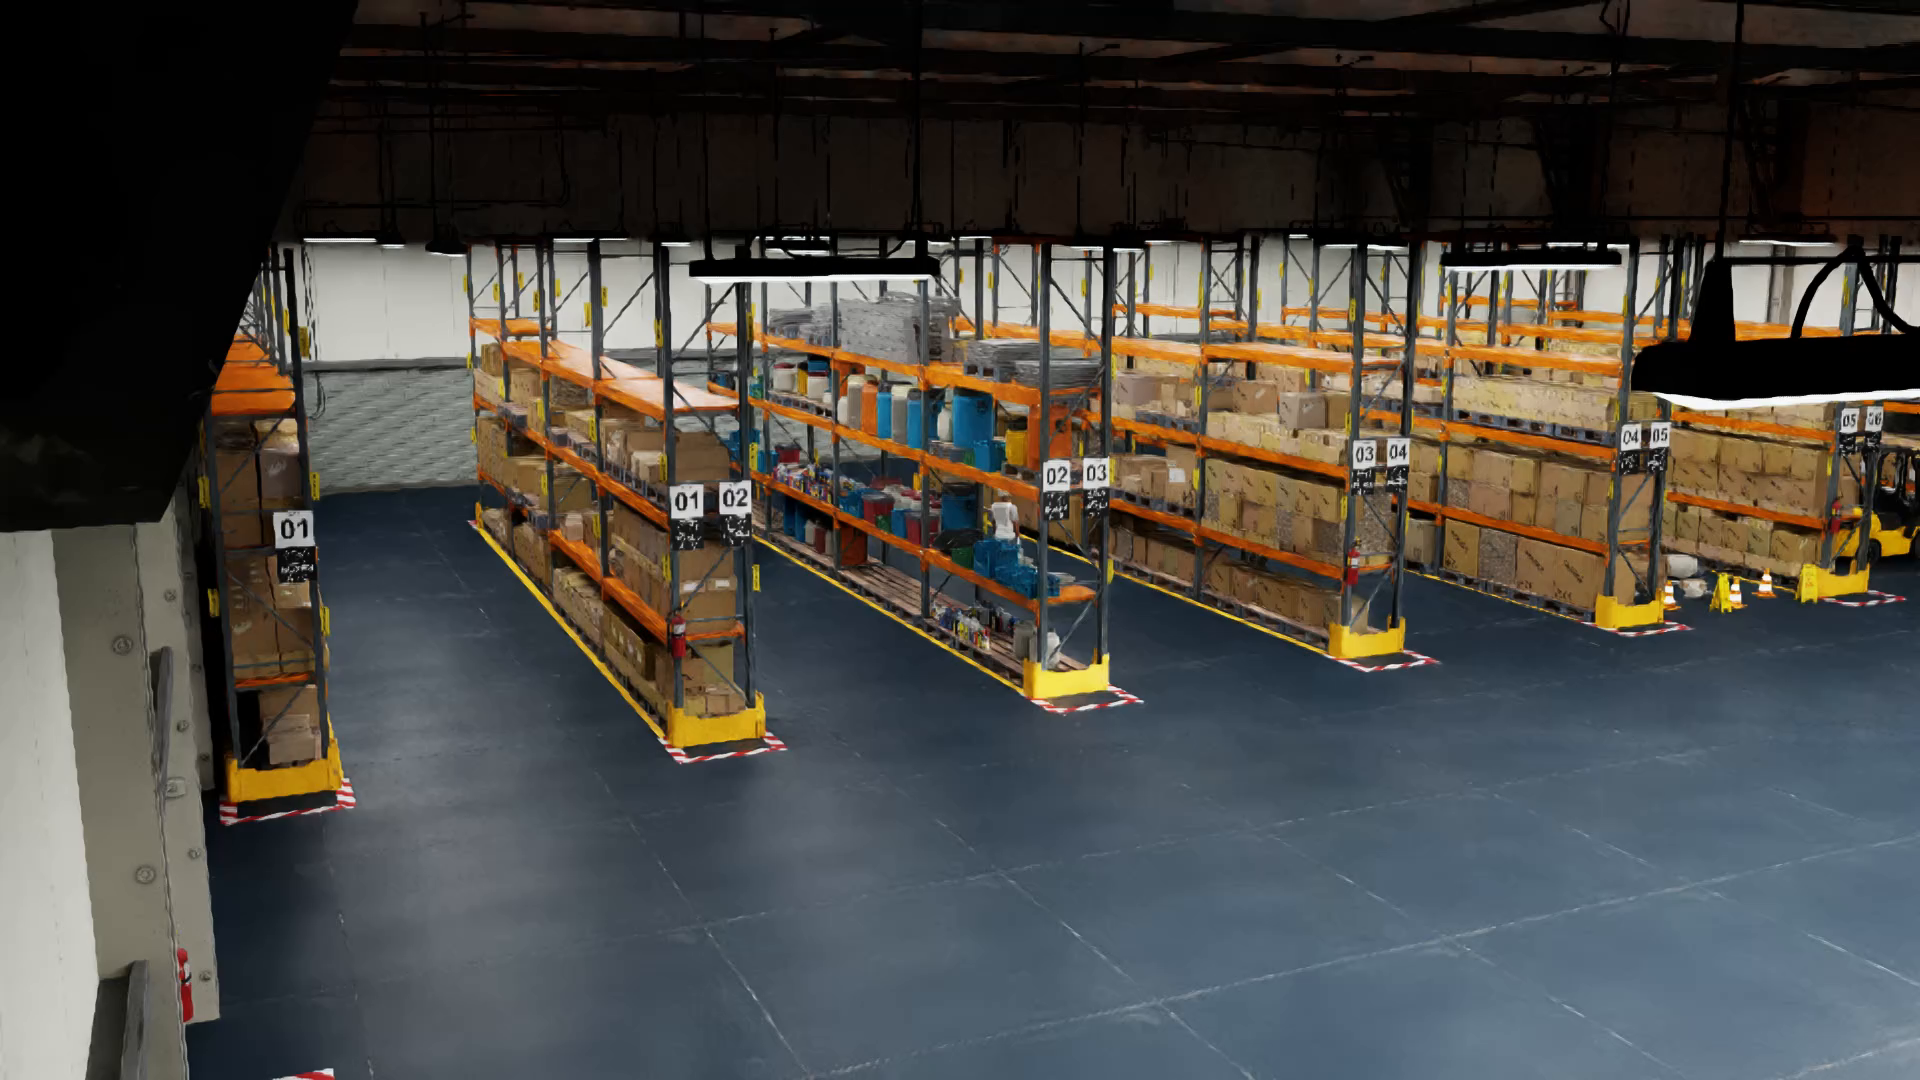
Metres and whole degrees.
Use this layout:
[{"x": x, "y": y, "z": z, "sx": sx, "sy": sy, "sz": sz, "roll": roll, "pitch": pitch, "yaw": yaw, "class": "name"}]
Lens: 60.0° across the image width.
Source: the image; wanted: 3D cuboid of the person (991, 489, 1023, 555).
[{"x": 0.795, "y": -0.049, "z": 28.693, "sx": 0.600, "sy": 1.781, "sz": 0.444, "roll": 9, "pitch": 14, "yaw": 39, "class": "person"}]

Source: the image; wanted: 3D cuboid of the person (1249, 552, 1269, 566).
[{"x": 5.325, "y": -0.082, "z": 29.418, "sx": 0.592, "sy": 1.590, "sz": 0.512, "roll": -5, "pitch": 12, "yaw": -26, "class": "person"}]
